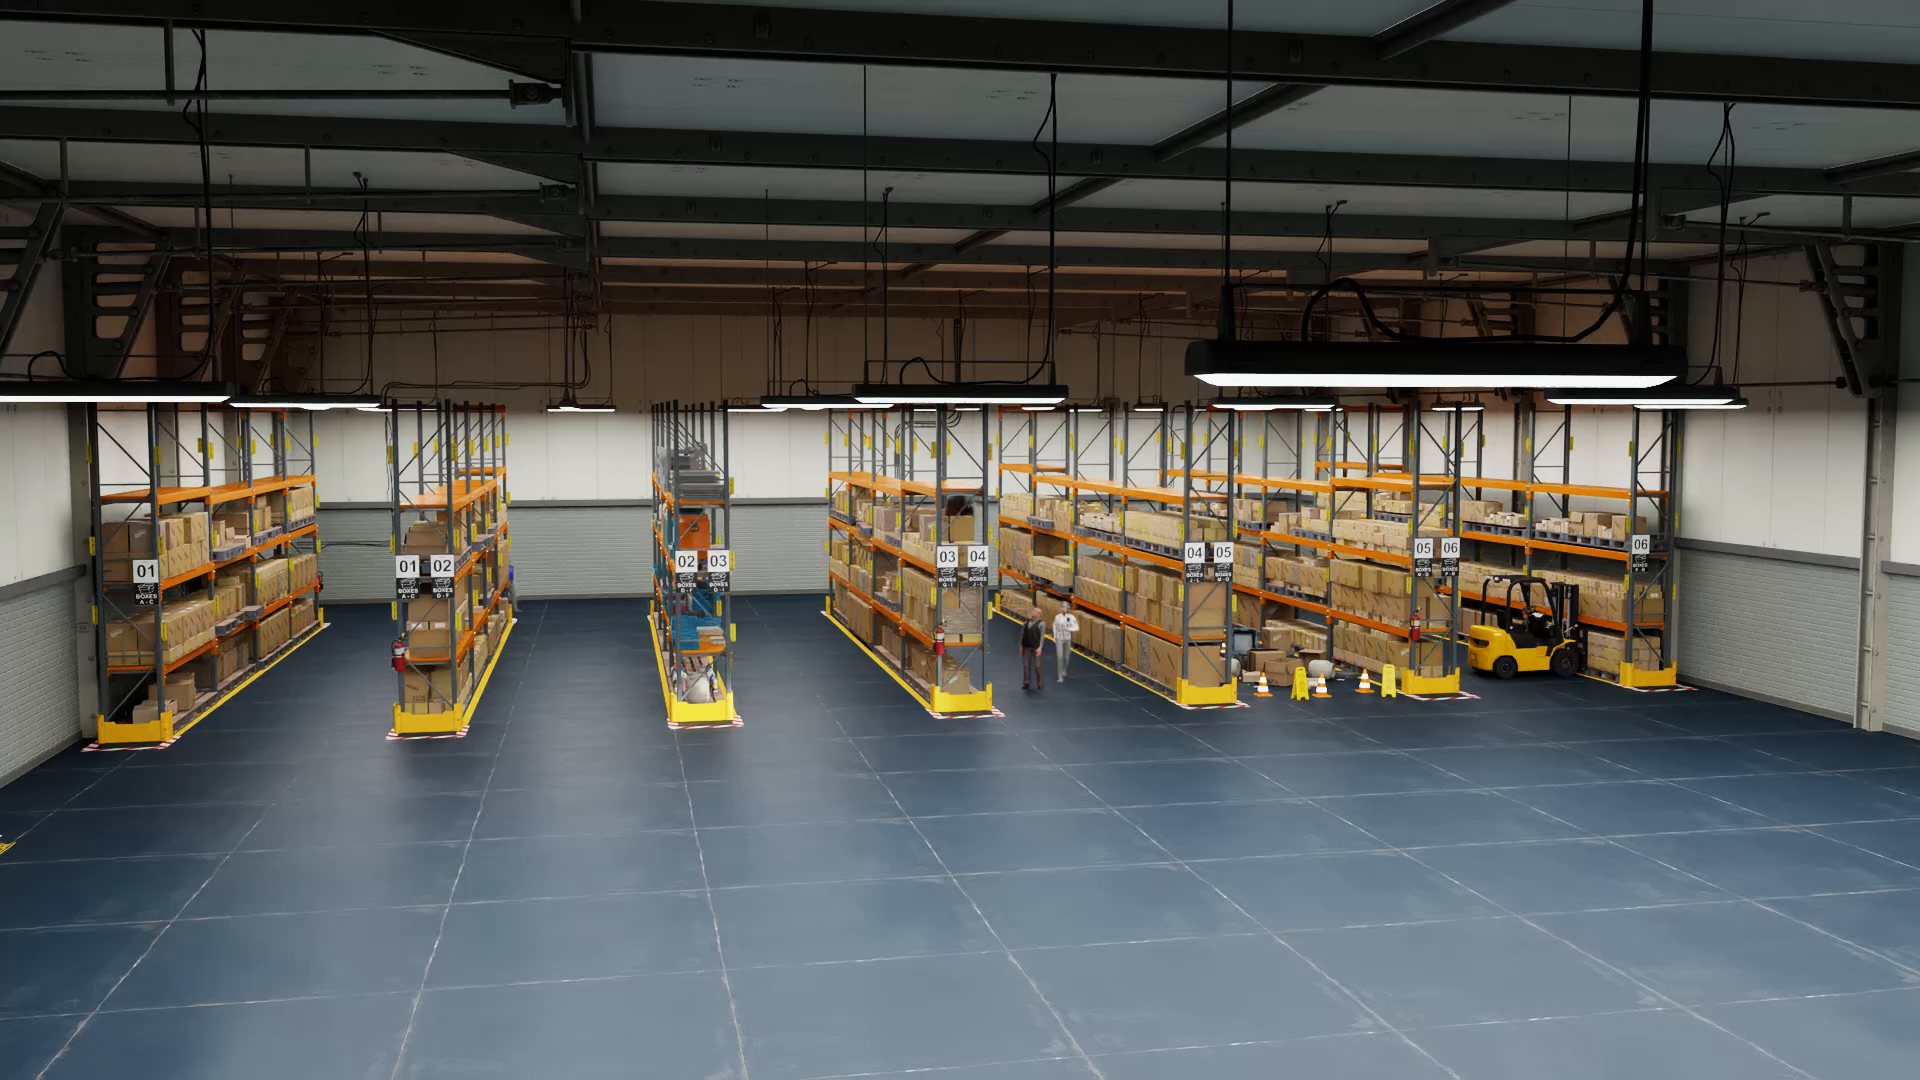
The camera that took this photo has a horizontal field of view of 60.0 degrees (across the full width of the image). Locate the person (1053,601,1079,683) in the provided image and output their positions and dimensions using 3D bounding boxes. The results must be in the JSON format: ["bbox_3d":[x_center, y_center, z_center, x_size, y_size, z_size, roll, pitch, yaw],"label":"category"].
[{"bbox_3d":[2.295,2.188,35.891,0.503,1.726,0.772,0,4,-6],"label":"person"}]

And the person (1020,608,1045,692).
[{"bbox_3d":[1.518,2.285,34.612,0.571,1.741,0.453,2,5,20],"label":"person"}]

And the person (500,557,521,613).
[{"bbox_3d":[-13.067,1.291,48.112,0.507,1.603,1.014,-4,6,-43],"label":"person"}]
